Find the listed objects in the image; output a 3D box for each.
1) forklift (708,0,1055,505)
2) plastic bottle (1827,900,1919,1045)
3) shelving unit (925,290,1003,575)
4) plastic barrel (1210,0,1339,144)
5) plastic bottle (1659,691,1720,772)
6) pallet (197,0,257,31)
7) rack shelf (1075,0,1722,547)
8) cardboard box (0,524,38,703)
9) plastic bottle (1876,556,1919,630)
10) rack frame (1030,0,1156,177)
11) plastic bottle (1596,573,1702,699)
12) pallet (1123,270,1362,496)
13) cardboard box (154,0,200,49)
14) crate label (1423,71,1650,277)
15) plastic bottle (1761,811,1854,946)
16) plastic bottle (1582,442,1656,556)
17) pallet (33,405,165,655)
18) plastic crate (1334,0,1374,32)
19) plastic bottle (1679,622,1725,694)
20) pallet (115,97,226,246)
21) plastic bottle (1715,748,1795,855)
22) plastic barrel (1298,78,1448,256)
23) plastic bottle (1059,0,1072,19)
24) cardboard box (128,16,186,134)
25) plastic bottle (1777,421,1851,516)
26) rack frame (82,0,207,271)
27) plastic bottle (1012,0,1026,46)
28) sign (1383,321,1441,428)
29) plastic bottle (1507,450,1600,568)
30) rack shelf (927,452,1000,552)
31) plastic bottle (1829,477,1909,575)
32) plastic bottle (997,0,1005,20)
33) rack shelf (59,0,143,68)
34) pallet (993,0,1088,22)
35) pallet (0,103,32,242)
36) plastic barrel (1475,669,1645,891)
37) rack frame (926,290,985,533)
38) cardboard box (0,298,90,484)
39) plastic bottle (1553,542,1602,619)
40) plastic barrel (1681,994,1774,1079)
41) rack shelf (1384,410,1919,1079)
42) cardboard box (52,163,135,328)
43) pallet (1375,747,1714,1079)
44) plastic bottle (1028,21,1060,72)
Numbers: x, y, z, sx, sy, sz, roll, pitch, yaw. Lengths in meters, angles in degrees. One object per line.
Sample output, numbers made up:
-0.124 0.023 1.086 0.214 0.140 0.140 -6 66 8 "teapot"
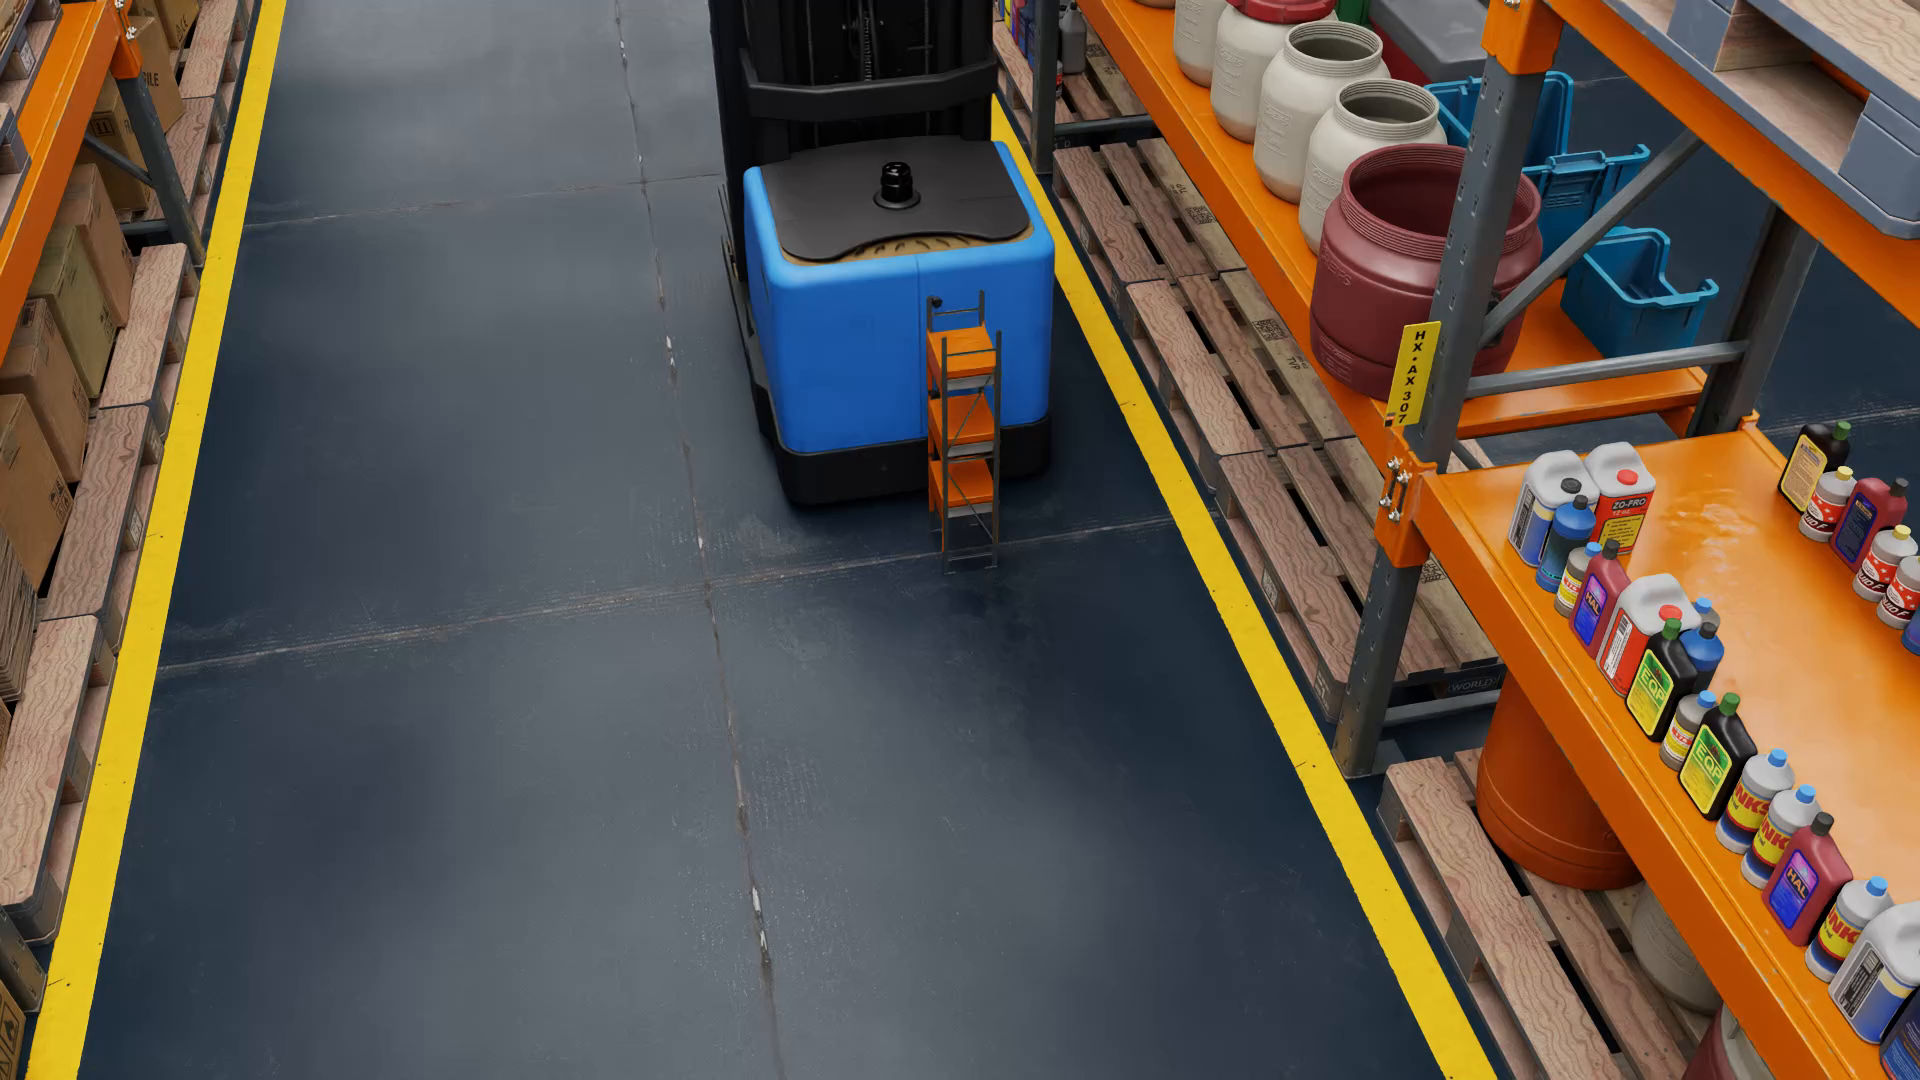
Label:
-0.466 -2.218 6.541 1.130 2.935 3.031 -8 42 -9 "forklift"
1.795 0.820 3.161 0.152 0.276 0.135 -8 42 -9 "plastic bottle"
0.012 -0.358 5.862 0.215 1.050 0.252 -8 42 -9 "shelving unit"
1.099 -1.689 5.790 0.433 0.535 0.433 0 42 0 "plastic barrel"
1.623 0.414 3.674 0.097 0.201 0.097 0 42 0 "plastic bottle"
-4.688 -3.305 9.814 1.003 0.211 1.213 -8 42 -9 "pallet"
1.286 -1.480 6.200 1.077 0.370 4.000 -8 42 -9 "rack shelf"
-3.415 0.238 5.274 0.700 0.500 0.500 -12 43 -13 "cardboard box"
2.300 0.113 4.013 0.097 0.201 0.097 0 42 0 "plastic bottle"
0.854 -3.045 7.421 1.000 3.000 0.127 -8 42 -9 "rack frame"
1.596 0.221 3.835 0.152 0.276 0.135 -8 42 -9 "plastic bottle"
1.329 -0.707 6.887 1.003 0.211 1.213 -8 42 -9 "pallet"
-4.448 -2.952 8.883 0.500 0.500 0.500 -5 42 -5 "cardboard box"
1.768 -1.148 5.258 0.502 0.435 0.616 -8 42 -9 "crate label"
1.700 0.673 3.320 0.061 0.283 0.133 -8 42 -9 "plastic bottle"
1.644 -0.101 4.198 0.152 0.276 0.135 -8 42 -9 "plastic bottle"
-3.545 0.004 6.086 1.003 0.211 1.213 -8 42 -9 "pallet"
1.506 -1.878 6.265 0.450 0.188 0.662 -8 42 -9 "plastic crate"
1.653 0.293 3.758 0.097 0.271 0.097 0 42 0 "plastic bottle"
-4.161 -1.723 8.032 1.003 0.211 1.213 -8 42 -9 "pallet"
1.672 0.537 3.482 0.097 0.271 0.097 0 42 0 "plastic bottle"
1.287 -1.131 5.180 0.421 0.512 0.421 0 42 0 "plastic barrel"
0.532 -2.729 8.785 0.152 0.276 0.135 -8 42 -9 "plastic bottle"
-4.160 -2.193 8.028 0.500 0.500 0.500 4 42 4 "cardboard box"
2.222 -0.208 4.312 0.061 0.283 0.133 -8 42 -9 "plastic bottle"
-3.982 -2.336 6.622 1.000 3.000 0.127 -8 42 -9 "rack frame"
0.317 -2.794 8.853 0.061 0.283 0.133 -6 42 -6 "plastic bottle"
1.182 -0.430 4.352 0.100 0.325 0.005 -8 42 -9 "sign"
1.496 -0.079 4.173 0.152 0.276 0.135 -8 42 -9 "plastic bottle"
0.012 -0.142 6.054 0.215 0.259 0.240 -8 42 -9 "rack shelf"
2.272 -0.058 4.144 0.061 0.283 0.133 -8 42 -9 "plastic bottle"
0.292 -3.007 9.098 0.152 0.276 0.135 -8 42 -8 "plastic bottle"
-4.413 -3.363 8.321 1.077 0.370 4.000 -8 42 -9 "rack shelf"
0.483 -3.236 9.737 1.003 0.211 1.213 -8 42 -9 "pallet"
-3.586 -0.948 5.203 1.003 0.211 1.213 -8 42 -9 "pallet"
1.840 0.517 4.727 0.600 0.830 0.708 -8 42 -9 "plastic barrel"
-0.015 -0.437 5.951 0.200 1.050 0.008 -8 42 -9 "rack frame"
-3.664 -0.490 6.094 0.700 0.500 0.500 -12 43 -13 "cardboard box"
1.515 0.091 4.038 0.097 0.201 0.097 0 42 0 "plastic bottle"
2.084 1.339 3.982 0.600 0.588 0.708 -8 42 -9 "plastic barrel"
2.150 1.113 3.279 1.077 0.370 4.000 -8 42 -9 "rack shelf"
-3.870 -1.164 6.854 0.700 0.500 0.500 -11 43 -13 "cardboard box"
1.929 1.095 4.857 1.003 0.211 1.213 -8 42 -9 "pallet"
0.434 -2.595 8.578 0.144 0.351 0.185 -9 42 -10 "plastic bottle"
